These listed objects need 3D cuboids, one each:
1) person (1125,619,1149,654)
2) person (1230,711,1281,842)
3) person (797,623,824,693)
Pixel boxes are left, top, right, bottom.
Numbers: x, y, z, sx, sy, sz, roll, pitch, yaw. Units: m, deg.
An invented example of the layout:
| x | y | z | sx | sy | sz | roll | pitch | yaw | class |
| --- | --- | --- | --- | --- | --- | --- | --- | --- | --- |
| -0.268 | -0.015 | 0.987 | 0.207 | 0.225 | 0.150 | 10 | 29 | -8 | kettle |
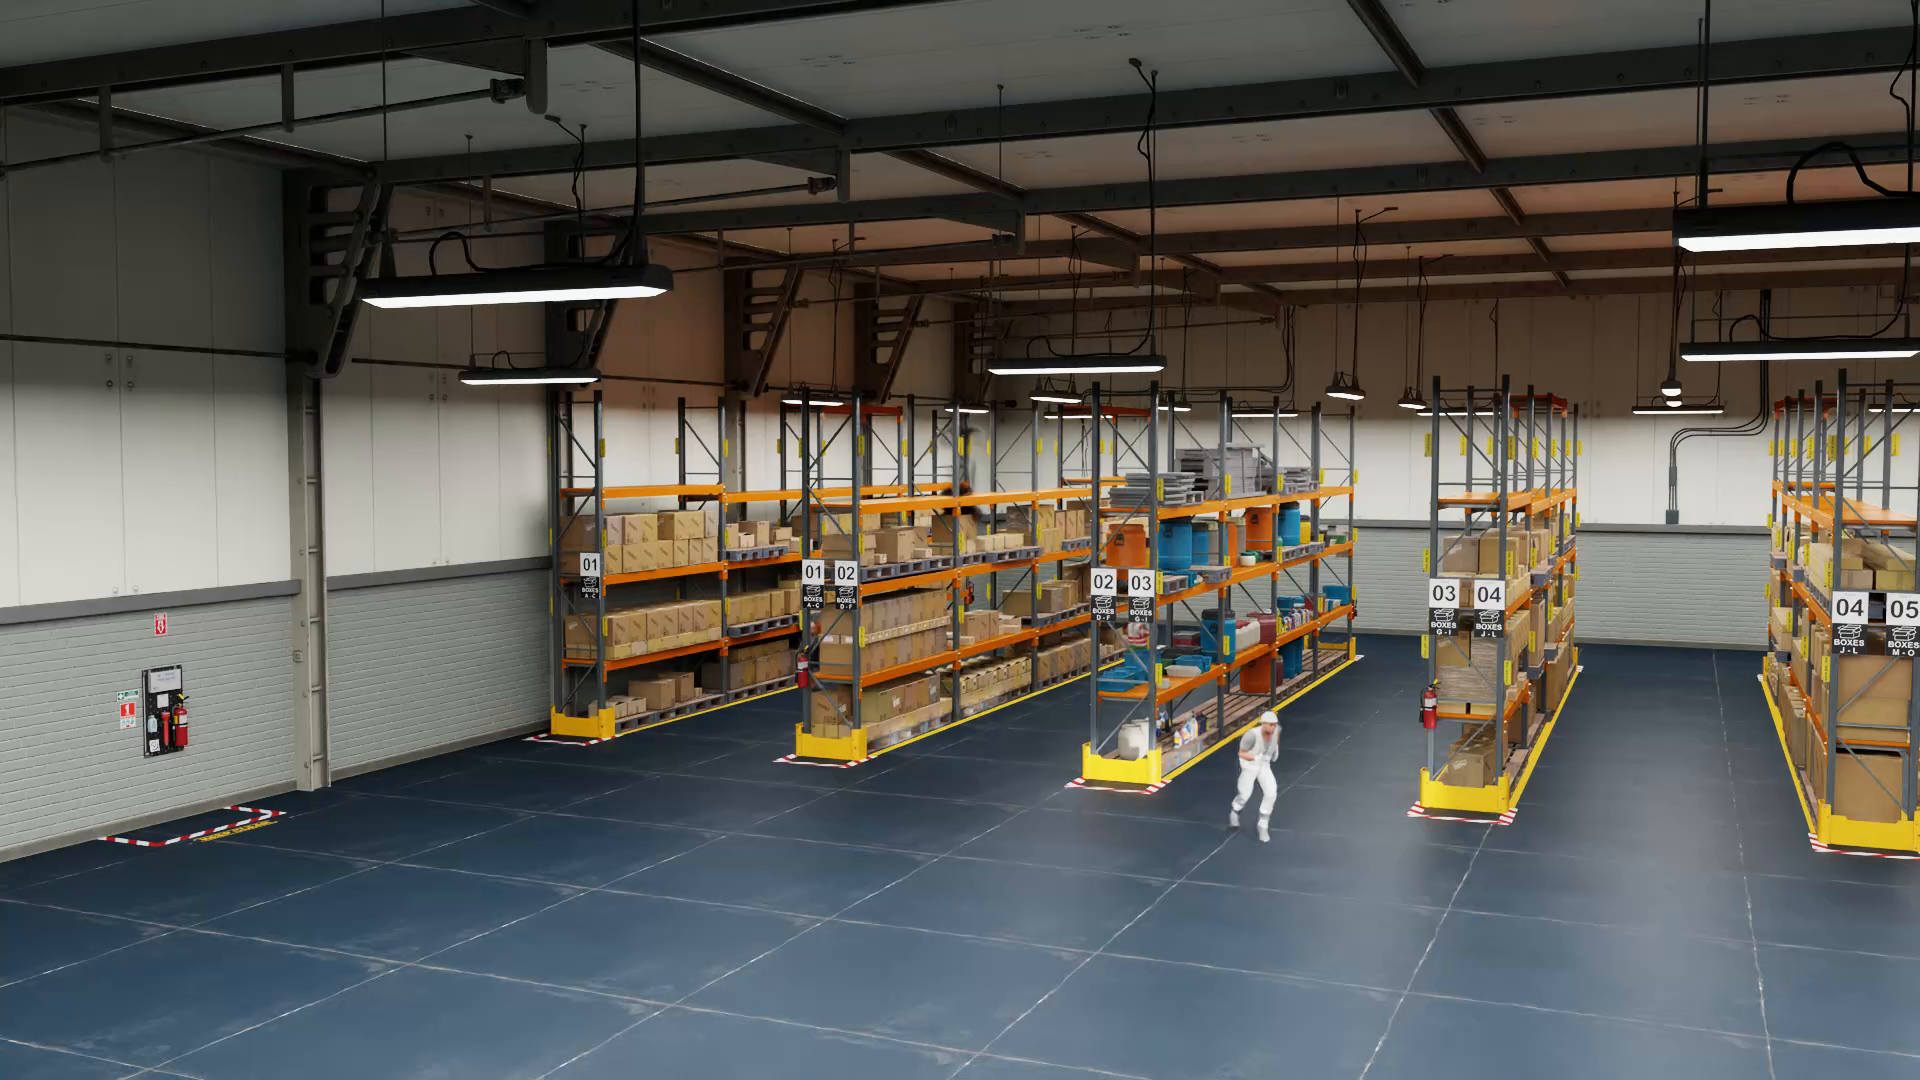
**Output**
| x | y | z | sx | sy | sz | roll | pitch | yaw | class |
| --- | --- | --- | --- | --- | --- | --- | --- | --- | --- |
| 3.684 | 2.223 | 34.310 | 0.619 | 1.850 | 0.799 | 1 | 3 | 24 | person |
| 3.805 | 3.007 | 21.411 | 0.707 | 1.717 | 1.019 | -1 | 3 | -22 | person |
| -2.817 | 2.424 | 31.660 | 0.661 | 1.681 | 0.585 | 1 | 3 | 18 | person |
